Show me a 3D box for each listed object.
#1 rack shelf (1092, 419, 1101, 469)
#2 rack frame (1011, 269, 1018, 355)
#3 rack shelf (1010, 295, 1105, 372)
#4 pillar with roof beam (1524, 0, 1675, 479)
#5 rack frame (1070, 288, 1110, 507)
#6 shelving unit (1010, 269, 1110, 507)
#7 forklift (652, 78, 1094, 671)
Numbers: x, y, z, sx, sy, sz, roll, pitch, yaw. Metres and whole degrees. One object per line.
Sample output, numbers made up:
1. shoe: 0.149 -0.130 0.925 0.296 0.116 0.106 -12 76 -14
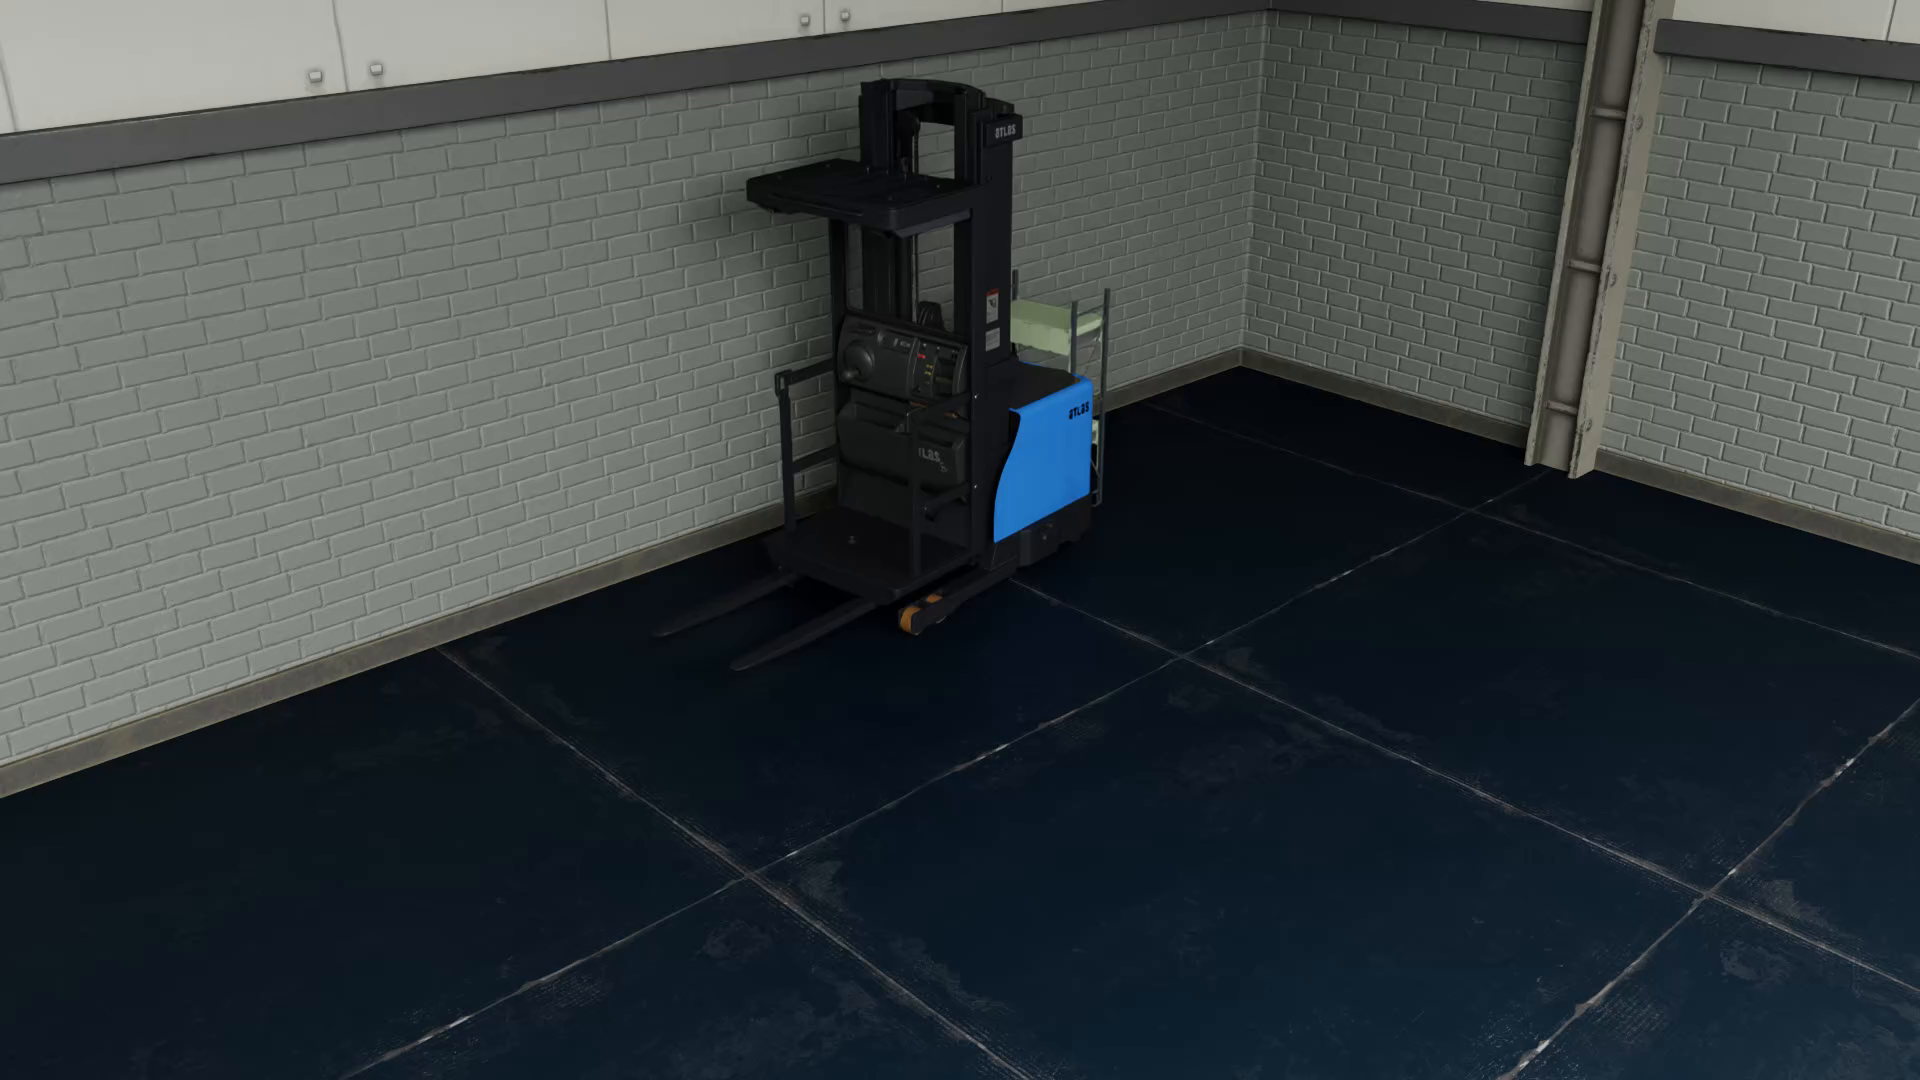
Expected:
1. rack shelf: 0.544 -0.670 11.198 0.720 0.370 0.431 18 30 34
2. rack frame: 0.257 -1.061 11.269 0.023 1.500 0.400 18 30 34
3. rack shelf: 0.544 -1.322 10.901 0.720 0.370 0.431 18 30 34
4. pillar with roof beam: 1.153 -3.405 7.372 9.100 9.000 0.400 -21 32 -38
5. rack frame: 0.831 -0.873 10.856 0.023 1.500 0.400 18 30 34
6. shelving unit: 0.544 -0.967 11.063 0.755 1.500 0.431 18 30 34
7. forklift: -0.471 -1.021 9.457 1.130 2.935 3.031 19 30 35
